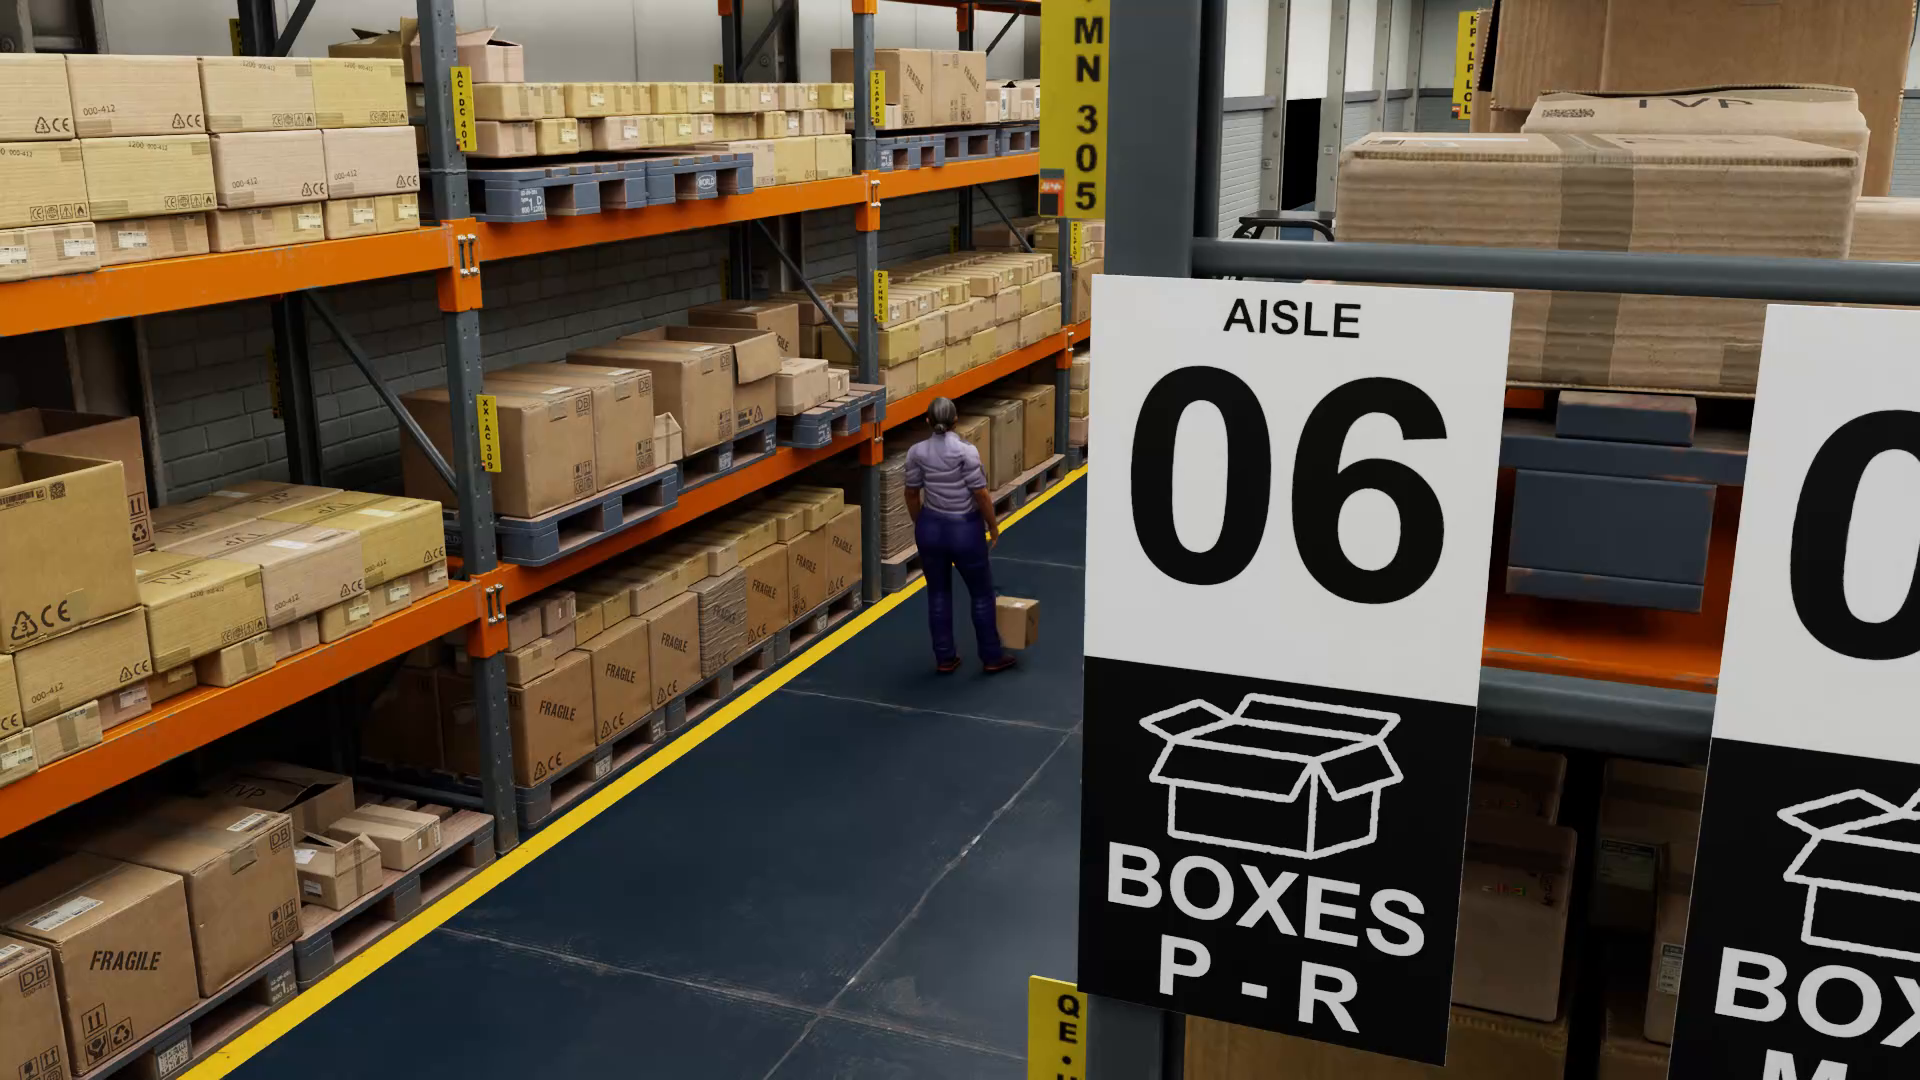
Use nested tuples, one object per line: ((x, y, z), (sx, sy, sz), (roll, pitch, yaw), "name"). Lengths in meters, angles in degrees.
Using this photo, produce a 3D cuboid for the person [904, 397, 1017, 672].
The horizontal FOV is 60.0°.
((-0.003, -0.039, 9.658), (0.587, 1.650, 0.506), (6, 17, 21), "person")
